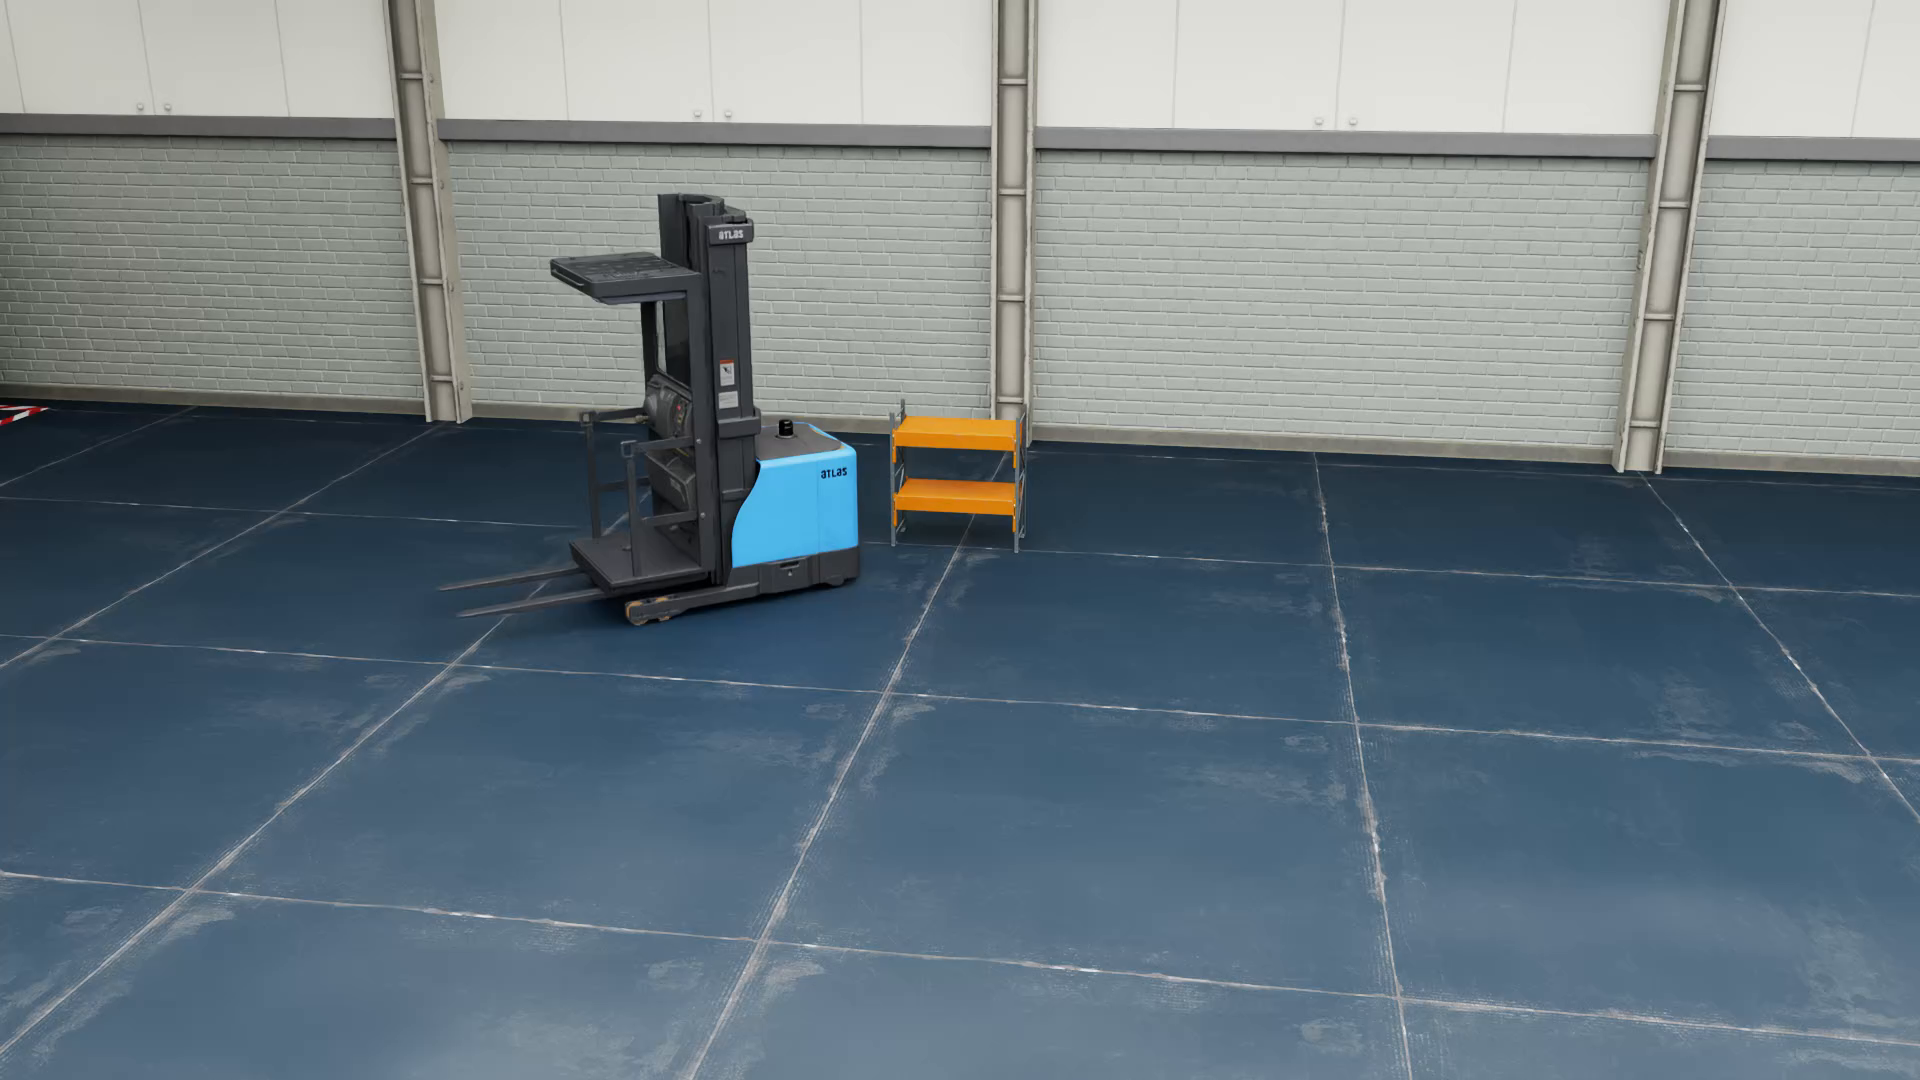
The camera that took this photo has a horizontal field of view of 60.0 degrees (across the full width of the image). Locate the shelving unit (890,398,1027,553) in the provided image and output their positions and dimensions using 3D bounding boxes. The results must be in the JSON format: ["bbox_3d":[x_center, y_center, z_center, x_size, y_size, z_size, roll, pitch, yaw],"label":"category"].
[{"bbox_3d":[-0.007,-0.534,13.626,1.048,1.125,0.538,3,19,9],"label":"shelving unit"}]

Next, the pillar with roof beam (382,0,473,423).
[{"bbox_3d":[-6.094,-4.204,12.185,0.400,9.000,9.100,3,19,9],"label":"pillar with roof beam"}]

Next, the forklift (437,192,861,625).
[{"bbox_3d":[-2.309,-0.969,12.079,3.031,2.935,1.130,-10,21,-27],"label":"forklift"}]

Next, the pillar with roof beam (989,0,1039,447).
[{"bbox_3d":[-0.169,-3.902,11.283,0.400,9.000,9.100,3,19,9],"label":"pillar with roof beam"}]

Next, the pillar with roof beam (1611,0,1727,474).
[{"bbox_3d":[5.755,-3.600,10.380,0.400,9.000,9.100,3,19,9],"label":"pillar with roof beam"}]

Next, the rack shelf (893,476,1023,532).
[{"bbox_3d":[-0.007,-0.302,13.703,1.000,0.278,0.538,3,19,9],"label":"rack shelf"}]

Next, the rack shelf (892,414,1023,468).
[{"bbox_3d":[-0.007,-0.811,13.533,1.000,0.278,0.538,3,19,9],"label":"rack shelf"}]

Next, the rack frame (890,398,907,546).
[{"bbox_3d":[-0.509,-0.559,13.702,0.032,1.125,0.500,3,19,9],"label":"rack frame"}]

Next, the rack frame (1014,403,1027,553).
[{"bbox_3d":[0.495,-0.508,13.549,0.032,1.125,0.500,3,19,9],"label":"rack frame"}]
